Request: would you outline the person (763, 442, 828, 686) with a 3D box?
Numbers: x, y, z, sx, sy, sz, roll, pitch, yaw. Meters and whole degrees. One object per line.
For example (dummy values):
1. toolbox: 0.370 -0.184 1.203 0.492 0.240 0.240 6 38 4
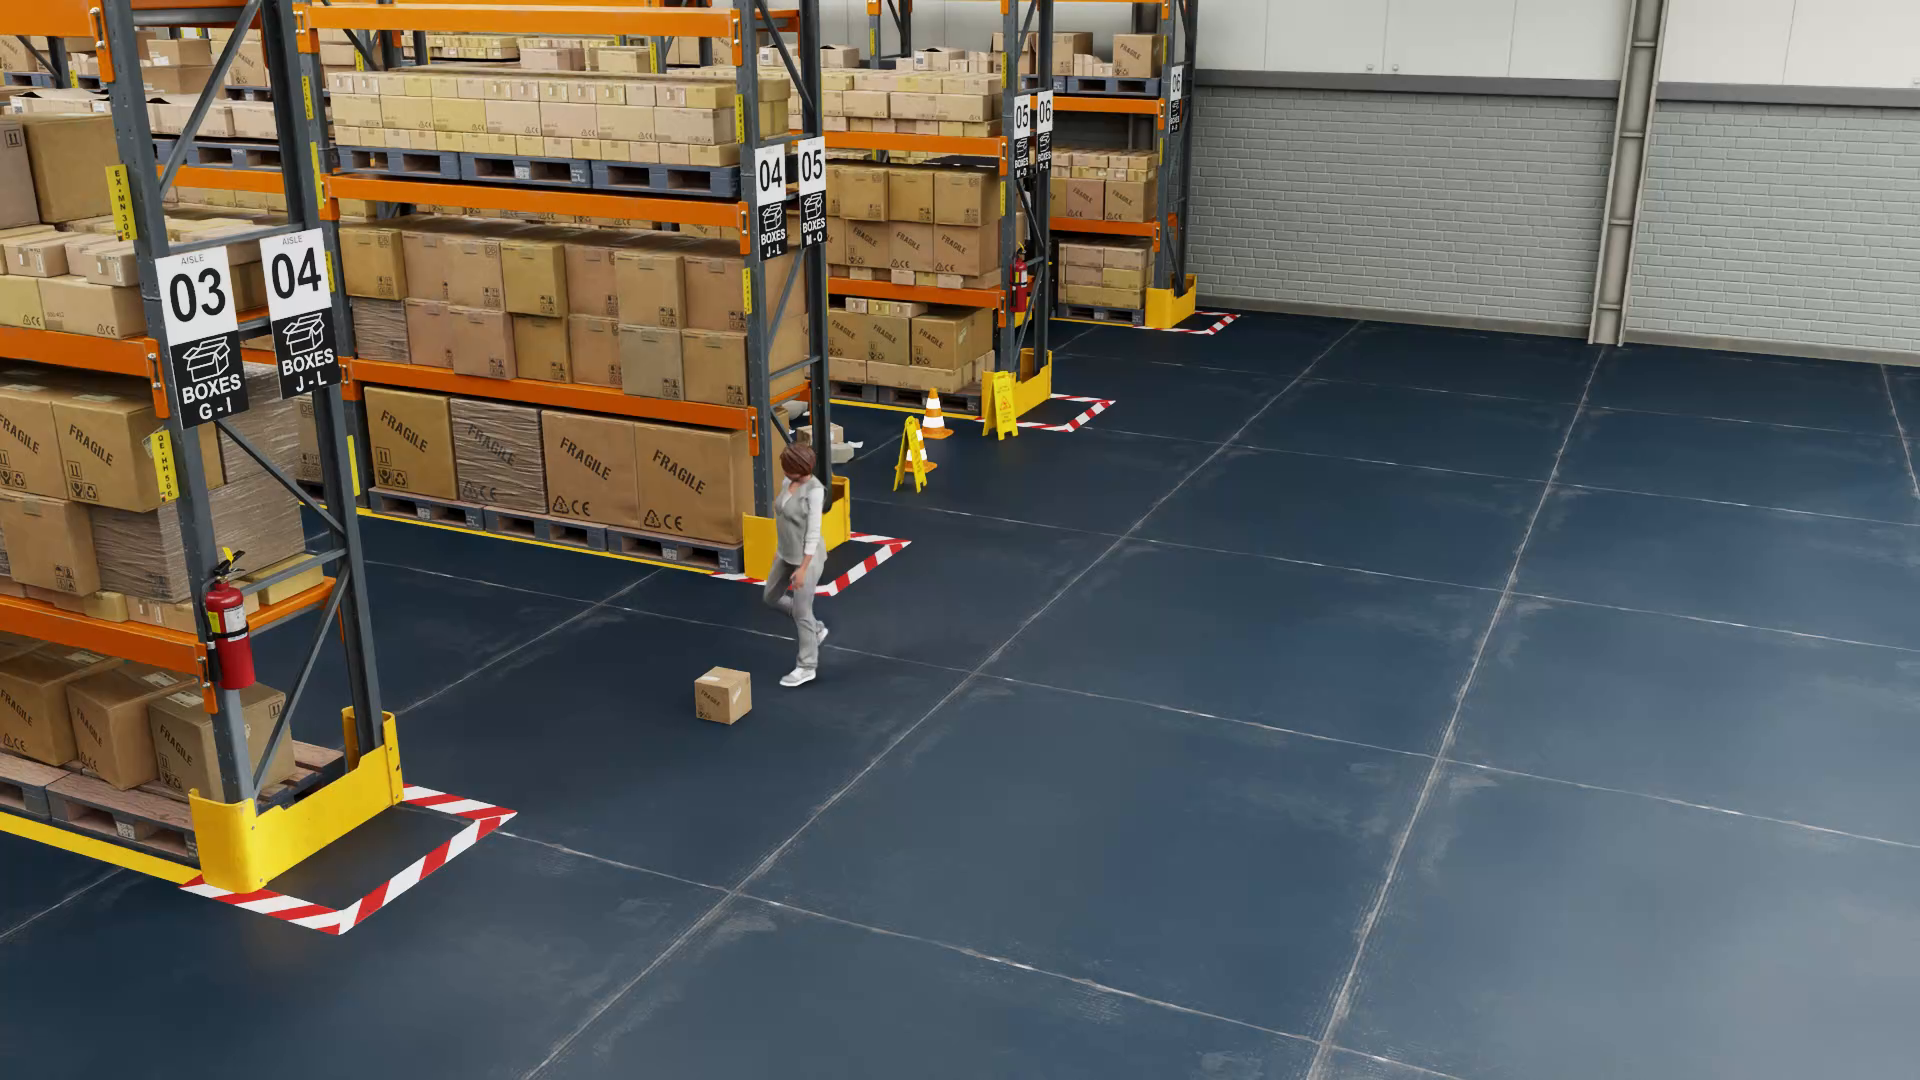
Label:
1. person: -1.020 0.135 10.665 0.475 1.578 0.461 -13 23 -33
